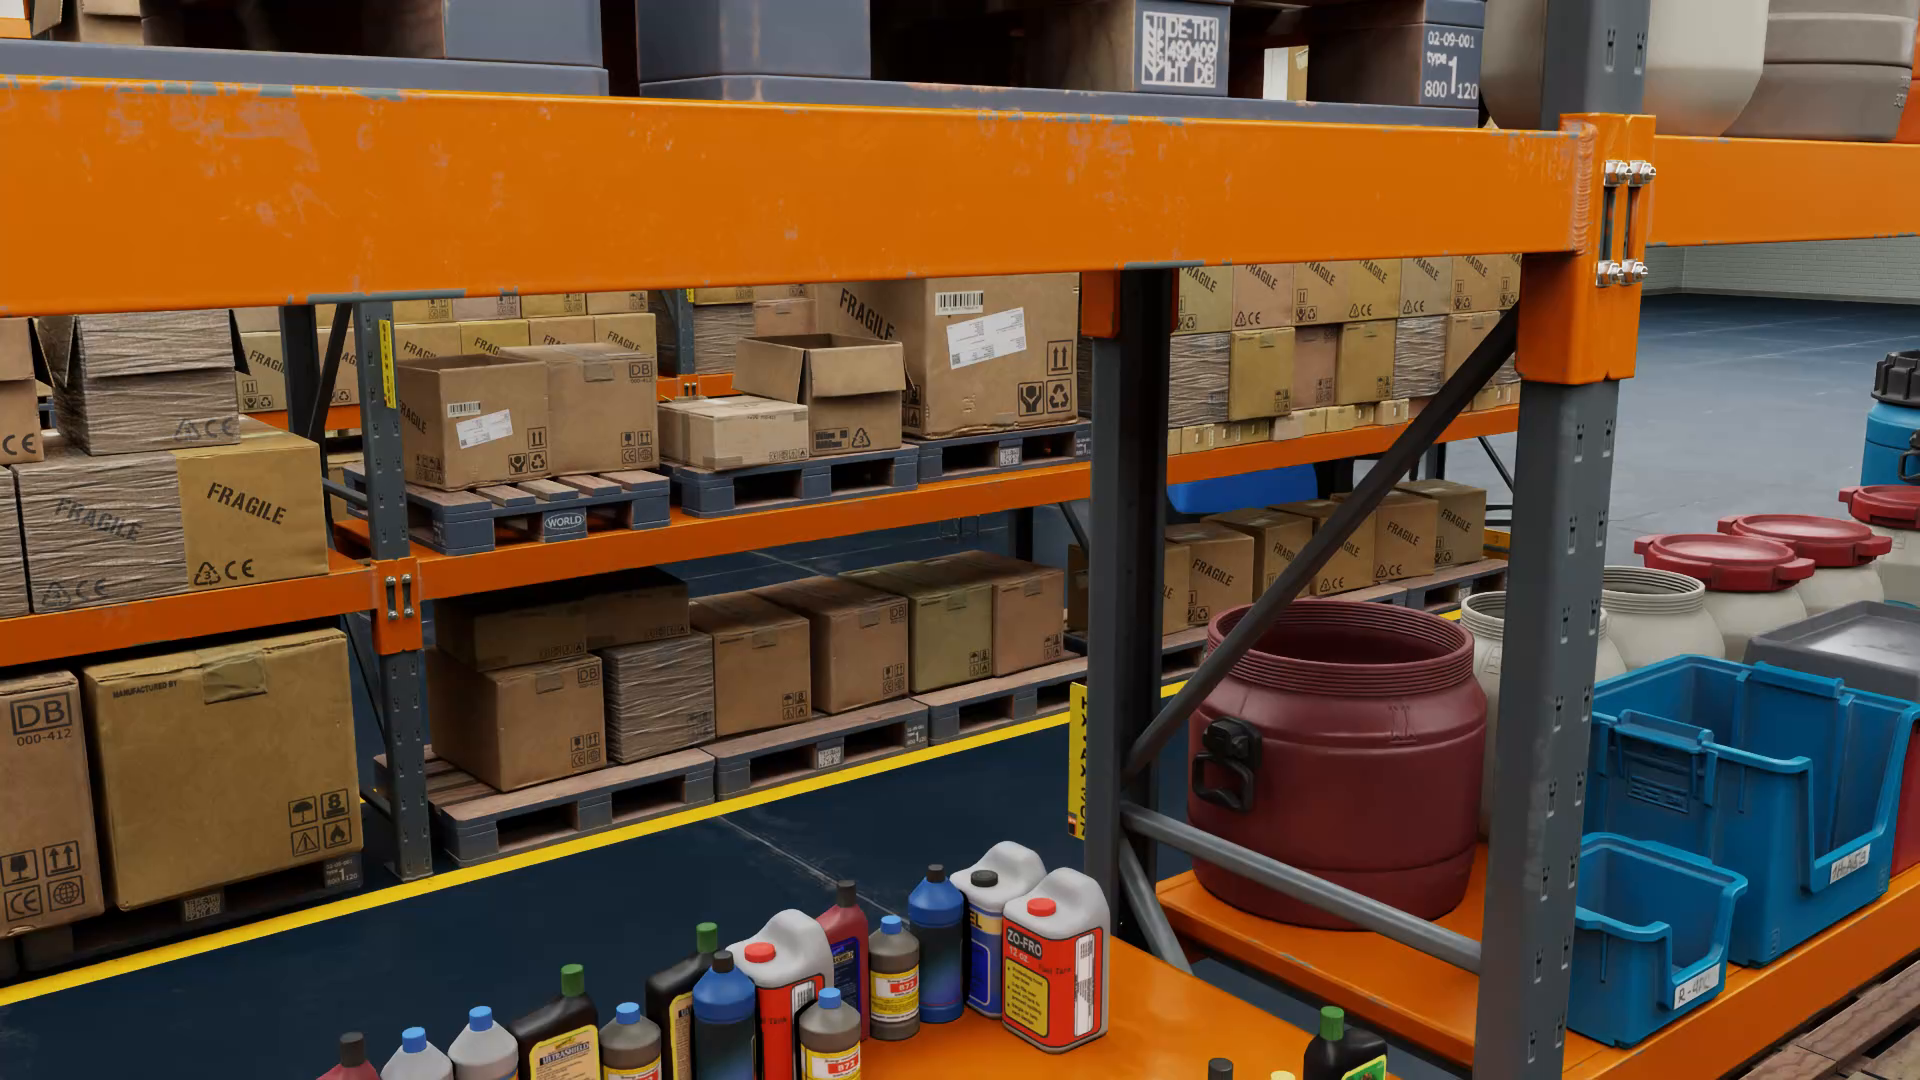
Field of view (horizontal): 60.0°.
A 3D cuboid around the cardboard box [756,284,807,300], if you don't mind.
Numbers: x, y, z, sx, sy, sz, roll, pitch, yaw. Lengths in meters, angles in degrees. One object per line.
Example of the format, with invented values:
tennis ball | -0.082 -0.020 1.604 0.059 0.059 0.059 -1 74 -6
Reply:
cardboard box | -1.718 -2.251 13.545 0.550 0.550 0.875 -9 15 -38

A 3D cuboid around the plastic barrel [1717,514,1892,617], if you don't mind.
plastic barrel | 2.272 0.222 4.536 0.433 0.535 0.433 0 12 0

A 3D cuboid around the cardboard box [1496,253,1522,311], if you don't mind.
cardboard box | 3.483 -1.790 10.973 0.500 0.500 0.500 -9 15 -38

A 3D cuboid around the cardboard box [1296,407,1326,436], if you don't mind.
cardboard box | 1.951 -0.721 9.909 0.250 0.149 0.380 -9 15 -38

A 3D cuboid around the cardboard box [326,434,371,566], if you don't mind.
cardboard box | -4.296 -0.281 11.635 0.750 0.750 1.050 -9 15 -37

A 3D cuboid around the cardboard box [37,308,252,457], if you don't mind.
cardboard box | -3.070 -0.627 6.205 0.637 0.503 0.797 -9 15 -36

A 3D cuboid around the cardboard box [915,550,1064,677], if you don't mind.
cardboard box | 0.142 0.385 9.054 0.500 0.500 0.700 -11 16 -42

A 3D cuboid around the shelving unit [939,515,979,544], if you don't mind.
shelving unit | -0.006 -0.439 13.030 0.210 0.900 0.258 -9 15 -38

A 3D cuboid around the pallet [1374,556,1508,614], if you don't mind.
pallet | 3.043 0.256 11.416 1.213 0.211 1.003 -9 15 -38

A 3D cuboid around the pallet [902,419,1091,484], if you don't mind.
pallet | -0.053 -0.529 8.862 1.213 0.211 1.003 -9 15 -38

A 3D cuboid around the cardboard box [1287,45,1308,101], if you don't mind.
cardboard box | 2.430 -2.975 10.537 0.500 0.500 0.500 -10 15 -38

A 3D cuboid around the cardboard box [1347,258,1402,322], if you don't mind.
cardboard box | 2.309 -1.596 10.060 0.500 0.500 0.500 -9 15 -38

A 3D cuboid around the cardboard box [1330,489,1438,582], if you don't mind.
cardboard box | 2.815 -0.039 11.098 0.500 0.500 0.500 -5 13 -23

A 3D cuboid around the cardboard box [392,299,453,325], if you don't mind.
cardboard box | -3.959 -1.791 11.695 0.500 0.500 0.700 -10 15 -38

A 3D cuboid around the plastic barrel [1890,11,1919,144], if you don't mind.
plastic barrel | 1.893 -1.210 3.350 0.708 0.830 0.600 -9 15 -38

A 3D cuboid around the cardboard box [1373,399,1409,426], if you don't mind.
cardboard box | 2.559 -0.813 10.340 0.250 0.149 0.380 -9 15 -38

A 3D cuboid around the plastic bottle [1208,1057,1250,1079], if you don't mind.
plastic bottle | 0.376 0.832 2.269 0.133 0.283 0.061 -9 15 -38

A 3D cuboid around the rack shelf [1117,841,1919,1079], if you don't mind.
rack shelf | 2.167 0.716 4.268 4.000 0.370 1.077 -9 15 -38

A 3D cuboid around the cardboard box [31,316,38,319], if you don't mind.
cardboard box | -8.068 -1.913 14.510 0.250 0.149 0.380 -11 16 -41

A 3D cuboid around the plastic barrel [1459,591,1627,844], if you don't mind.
plastic barrel | 1.276 0.401 3.751 0.421 0.512 0.421 0 12 0

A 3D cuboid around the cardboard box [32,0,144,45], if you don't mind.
cardboard box | -2.920 -1.812 5.960 0.637 0.503 0.797 -8 15 -34

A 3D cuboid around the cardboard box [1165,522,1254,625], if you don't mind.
cardboard box | 1.415 0.198 9.984 0.500 0.500 0.500 -4 13 -20

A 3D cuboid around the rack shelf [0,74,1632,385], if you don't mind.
rack shelf | -0.956 -0.232 1.512 4.000 0.370 1.077 -9 15 -38

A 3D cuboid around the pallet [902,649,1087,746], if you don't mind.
pallet | 0.028 0.766 9.011 1.213 0.211 1.003 -9 15 -38

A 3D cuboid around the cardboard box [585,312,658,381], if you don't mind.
cardboard box | -2.625 -1.454 12.515 0.500 0.500 0.500 -10 15 -38

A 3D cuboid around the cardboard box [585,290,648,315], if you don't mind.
cardboard box | -2.769 -1.989 12.627 0.500 0.500 0.700 -10 15 -39

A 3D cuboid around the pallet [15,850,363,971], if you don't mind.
pallet | -3.151 1.274 6.619 1.213 0.211 1.003 -9 15 -38

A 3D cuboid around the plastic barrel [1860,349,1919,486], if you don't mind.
plastic barrel | 3.238 -0.140 5.358 0.708 0.901 0.600 -9 15 -38

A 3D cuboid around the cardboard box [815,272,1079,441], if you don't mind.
cardboard box | -0.073 -1.117 8.714 1.000 1.000 1.000 -9 15 -37

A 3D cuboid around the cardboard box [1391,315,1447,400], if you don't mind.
cardboard box | 2.579 -1.203 10.617 0.500 0.500 0.875 -9 15 -38

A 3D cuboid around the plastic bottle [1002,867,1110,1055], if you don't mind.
plastic bottle | 0.161 0.713 2.850 0.135 0.276 0.152 -9 15 -38

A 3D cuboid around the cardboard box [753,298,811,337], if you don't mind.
cardboard box | -1.689 -1.715 13.621 0.550 0.550 0.875 -9 15 -38

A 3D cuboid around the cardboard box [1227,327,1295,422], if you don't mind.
cardboard box | 1.437 -1.001 9.663 0.500 0.500 0.875 -9 15 -38

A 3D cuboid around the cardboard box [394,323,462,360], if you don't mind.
cardboard box | -3.809 -1.257 11.586 0.500 0.500 0.500 -10 15 -38

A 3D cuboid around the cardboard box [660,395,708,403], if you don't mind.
cardboard box | -1.355 -0.580 7.950 0.258 0.266 0.396 -10 16 -39

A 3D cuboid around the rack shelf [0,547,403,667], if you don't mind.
rack shelf | -4.050 0.432 5.607 4.000 0.370 1.077 -9 15 -38

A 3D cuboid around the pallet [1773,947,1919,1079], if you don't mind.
pallet | 3.140 1.577 5.195 1.213 0.211 1.003 -9 15 -38

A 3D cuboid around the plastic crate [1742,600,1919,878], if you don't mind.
plastic crate | 2.059 0.432 3.718 0.583 0.464 0.402 -9 15 -38

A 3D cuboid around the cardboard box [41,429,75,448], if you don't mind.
cardboard box | -3.439 -0.142 6.338 0.500 0.500 0.500 -10 16 -39

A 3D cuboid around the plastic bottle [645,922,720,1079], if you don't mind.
plastic bottle | -0.429 0.754 2.636 0.133 0.283 0.061 -9 15 -38

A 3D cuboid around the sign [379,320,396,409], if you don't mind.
sign | -2.139 -0.657 6.212 0.005 0.325 0.100 -9 15 -38

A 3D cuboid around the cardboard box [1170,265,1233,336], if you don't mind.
cardboard box | 1.145 -1.400 9.134 0.500 0.500 0.500 -9 15 -38

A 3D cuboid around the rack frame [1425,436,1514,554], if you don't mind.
rack frame | 3.758 -1.218 11.643 0.127 3.000 1.000 -9 15 -38

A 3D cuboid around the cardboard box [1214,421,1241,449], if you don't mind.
cardboard box | 1.372 -0.622 9.443 0.250 0.149 0.380 -9 15 -38

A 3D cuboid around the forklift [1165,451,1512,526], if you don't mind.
forklift | 3.155 -1.438 12.844 3.031 2.935 1.130 0 12 0

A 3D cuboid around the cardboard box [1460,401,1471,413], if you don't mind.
cardboard box | 3.101 -0.921 10.852 0.250 0.149 0.380 -9 15 -38

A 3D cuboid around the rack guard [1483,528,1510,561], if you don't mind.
rack guard | 3.699 0.015 11.856 0.348 0.500 1.175 -9 15 -38

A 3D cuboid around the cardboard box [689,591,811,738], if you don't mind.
cardboard box | -1.114 0.589 8.093 0.500 0.500 0.700 -8 14 -33

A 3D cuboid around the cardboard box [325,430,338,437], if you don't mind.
cardboard box | -6.523 -1.064 16.233 0.625 0.372 0.950 -8 15 -34

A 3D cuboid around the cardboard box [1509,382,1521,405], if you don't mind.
cardboard box | 3.665 -1.025 11.337 0.250 0.149 0.380 -9 15 -38

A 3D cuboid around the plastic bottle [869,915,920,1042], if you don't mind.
plastic bottle | -0.118 0.748 2.864 0.097 0.201 0.097 0 12 0

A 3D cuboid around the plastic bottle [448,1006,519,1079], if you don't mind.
plastic bottle | -0.687 0.808 2.411 0.097 0.271 0.097 0 12 0

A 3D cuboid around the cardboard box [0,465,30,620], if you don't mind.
cardboard box | -3.515 0.007 5.633 0.500 0.500 0.500 -10 16 -39

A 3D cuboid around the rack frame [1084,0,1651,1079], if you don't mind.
rack frame | 0.606 0.624 2.971 0.127 3.000 1.000 -9 15 -38

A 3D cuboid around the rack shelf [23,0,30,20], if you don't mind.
rack shelf | -7.070 -3.125 8.875 4.000 0.370 1.077 -9 15 -38
